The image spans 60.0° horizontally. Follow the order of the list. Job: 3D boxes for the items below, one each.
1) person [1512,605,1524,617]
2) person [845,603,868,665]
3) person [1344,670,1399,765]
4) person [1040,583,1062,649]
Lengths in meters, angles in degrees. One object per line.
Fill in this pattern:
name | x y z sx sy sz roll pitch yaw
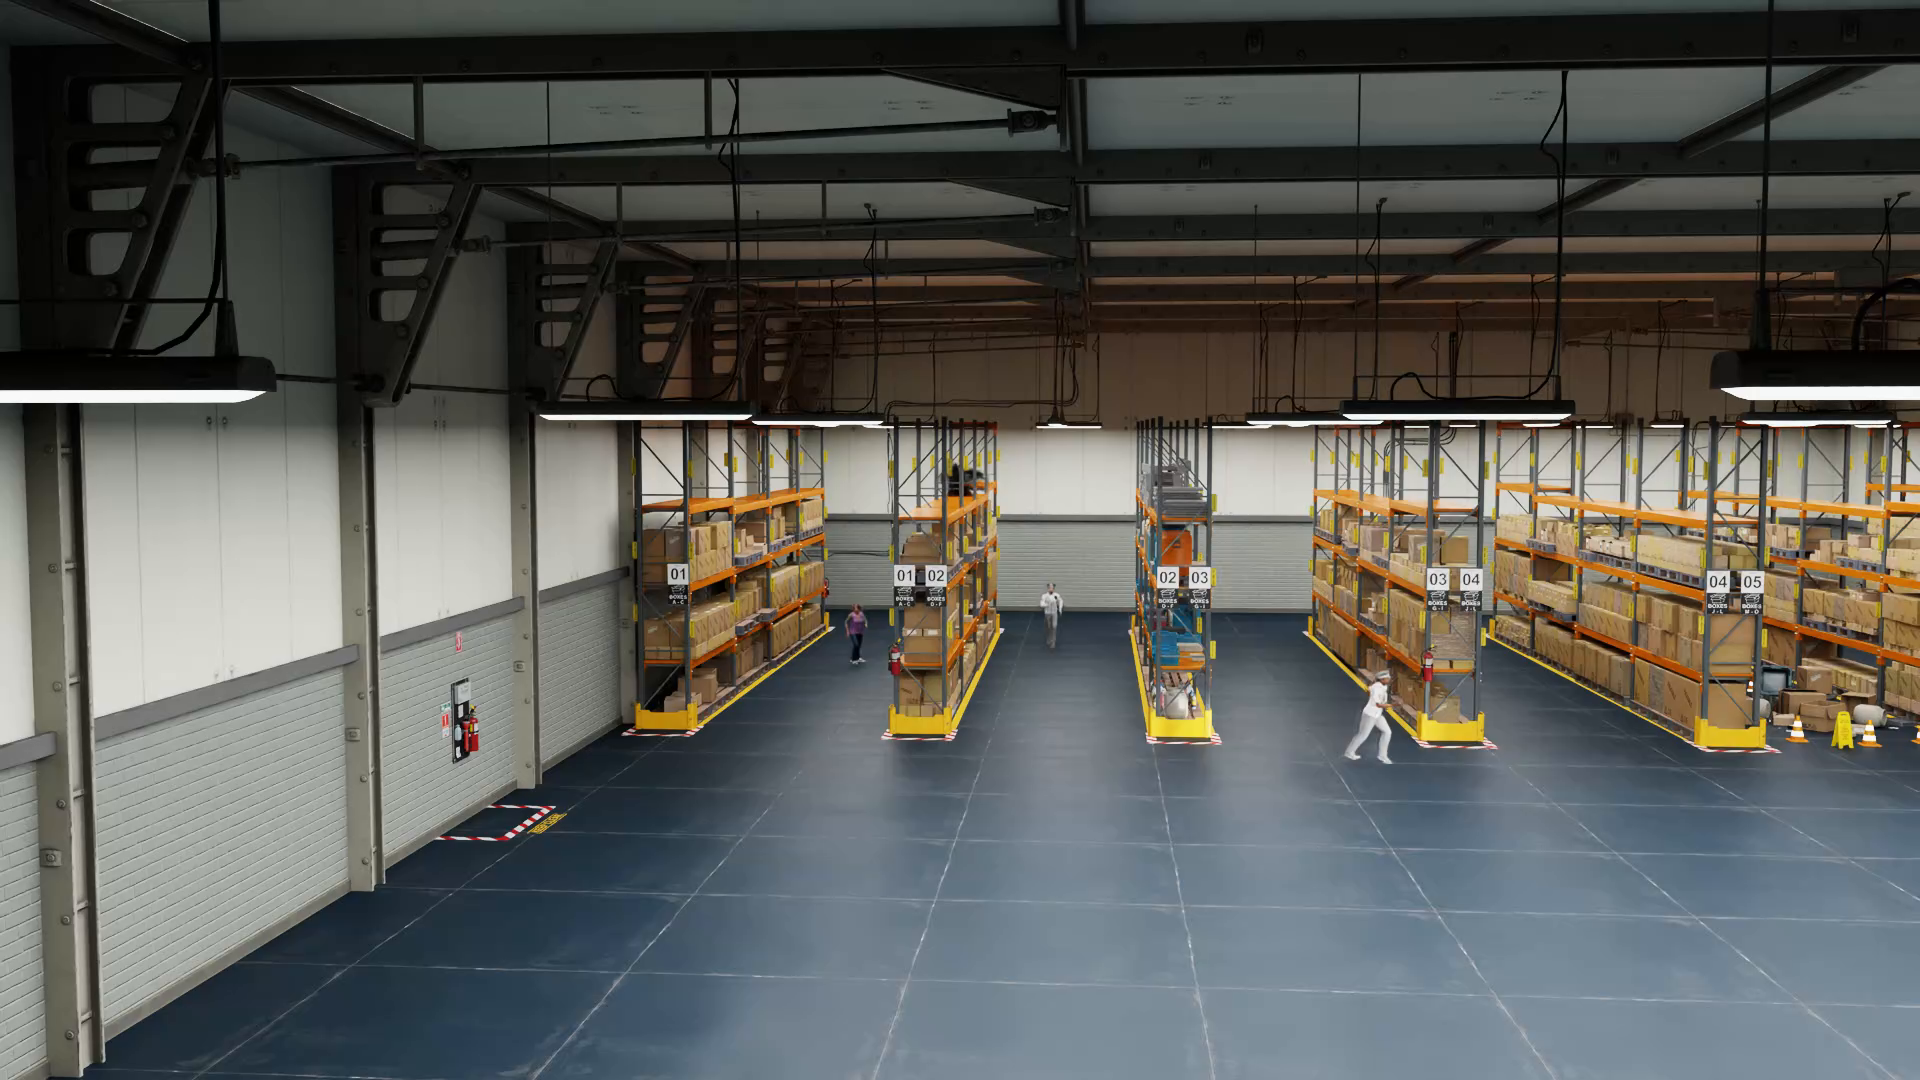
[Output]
person | 15.896 1.814 47.103 0.719 1.697 0.715 1 4 12
person | -2.505 2.318 40.916 0.557 1.559 0.783 -3 5 -37
person | 7.109 3.039 28.614 0.954 1.661 0.583 2 4 29
person | 2.416 1.994 44.073 0.589 1.741 0.844 0 4 4
